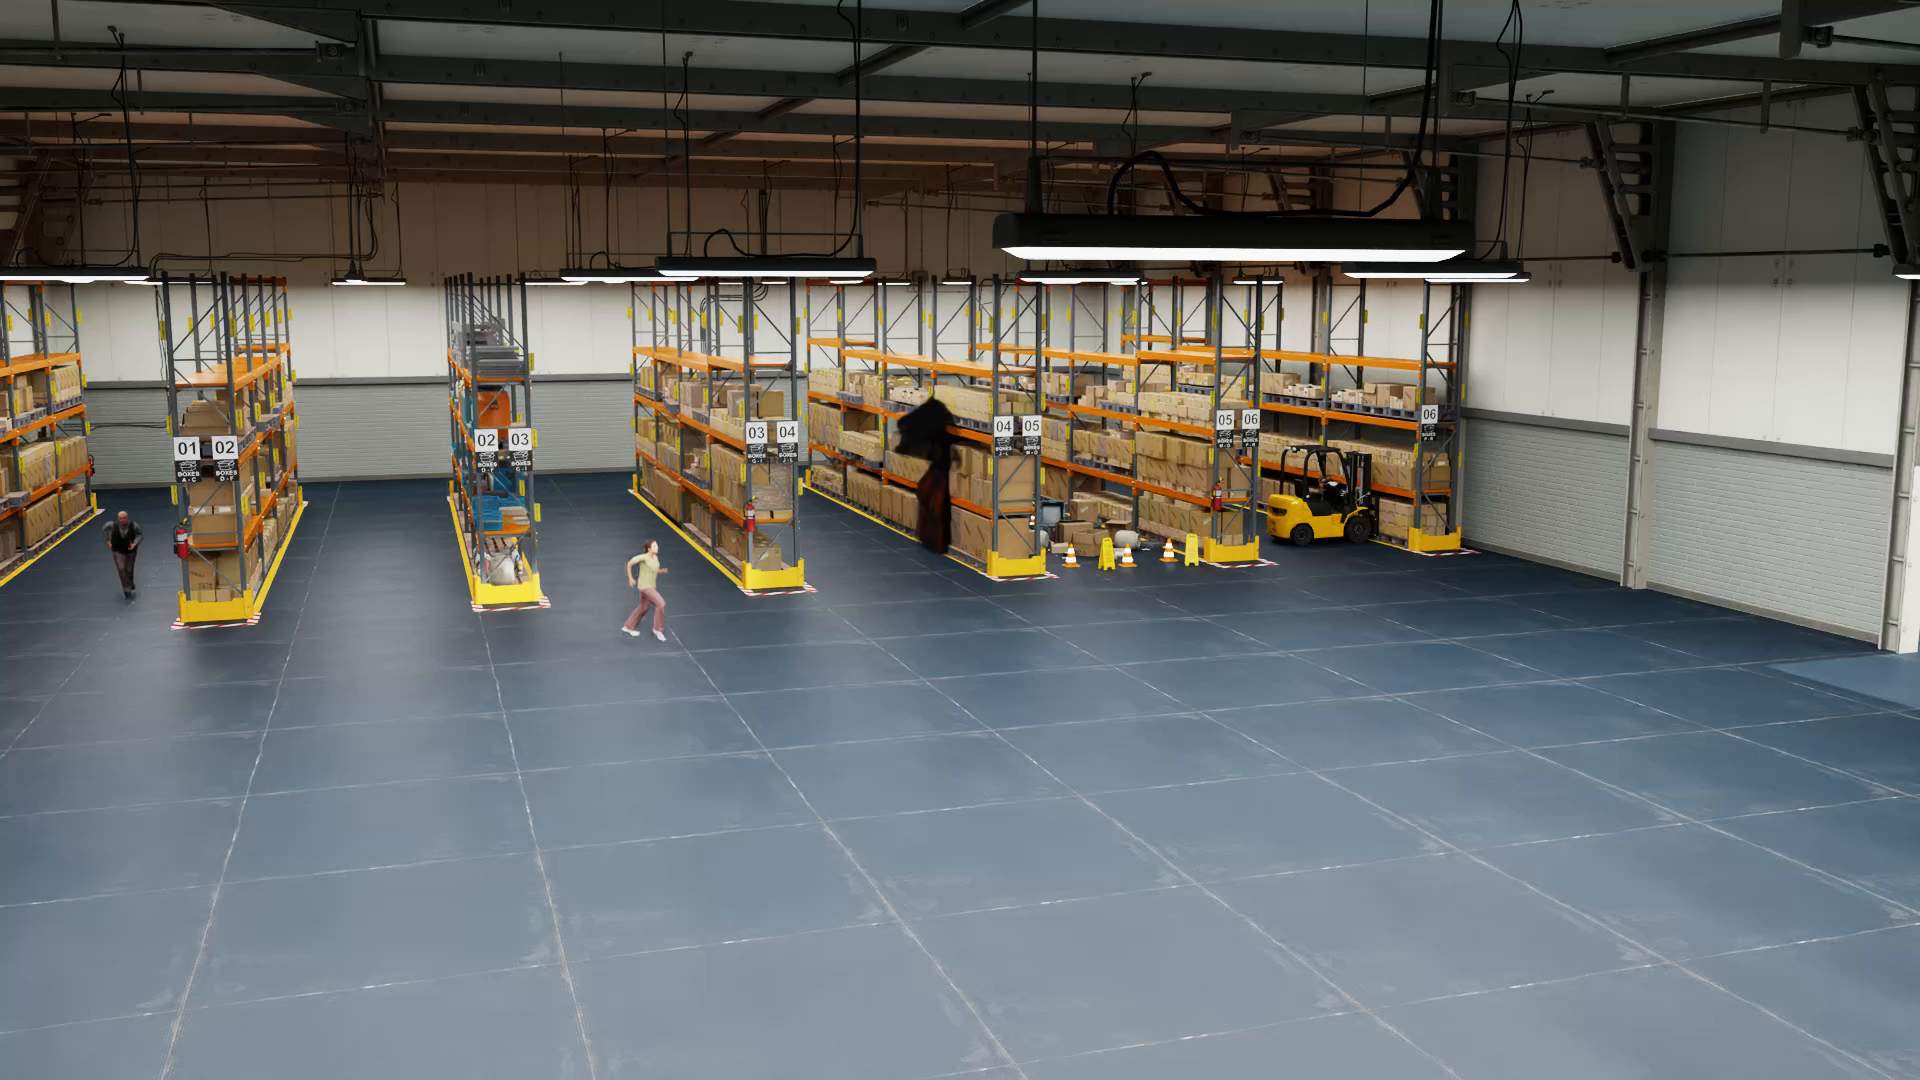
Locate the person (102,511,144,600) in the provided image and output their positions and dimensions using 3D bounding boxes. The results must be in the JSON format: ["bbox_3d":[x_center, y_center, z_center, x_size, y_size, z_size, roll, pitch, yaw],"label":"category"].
[{"bbox_3d":[-15.619,0.255,31.105,0.697,1.680,1.008,-4,9,-24],"label":"person"}]

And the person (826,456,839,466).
[{"bbox_3d":[-3.698,-2.600,49.699,0.735,1.757,0.542,-4,10,-25],"label":"person"}]

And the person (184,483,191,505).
[{"bbox_3d":[-18.332,-1.039,39.928,0.526,1.547,0.744,-3,9,-20],"label":"person"}]

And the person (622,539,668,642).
[{"bbox_3d":[-5.158,0.821,27.185,0.818,1.694,0.599,2,9,16],"label":"person"}]

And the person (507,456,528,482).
[{"bbox_3d":[-12.361,-2.111,46.331,0.604,1.713,0.702,4,9,22],"label":"person"}]
